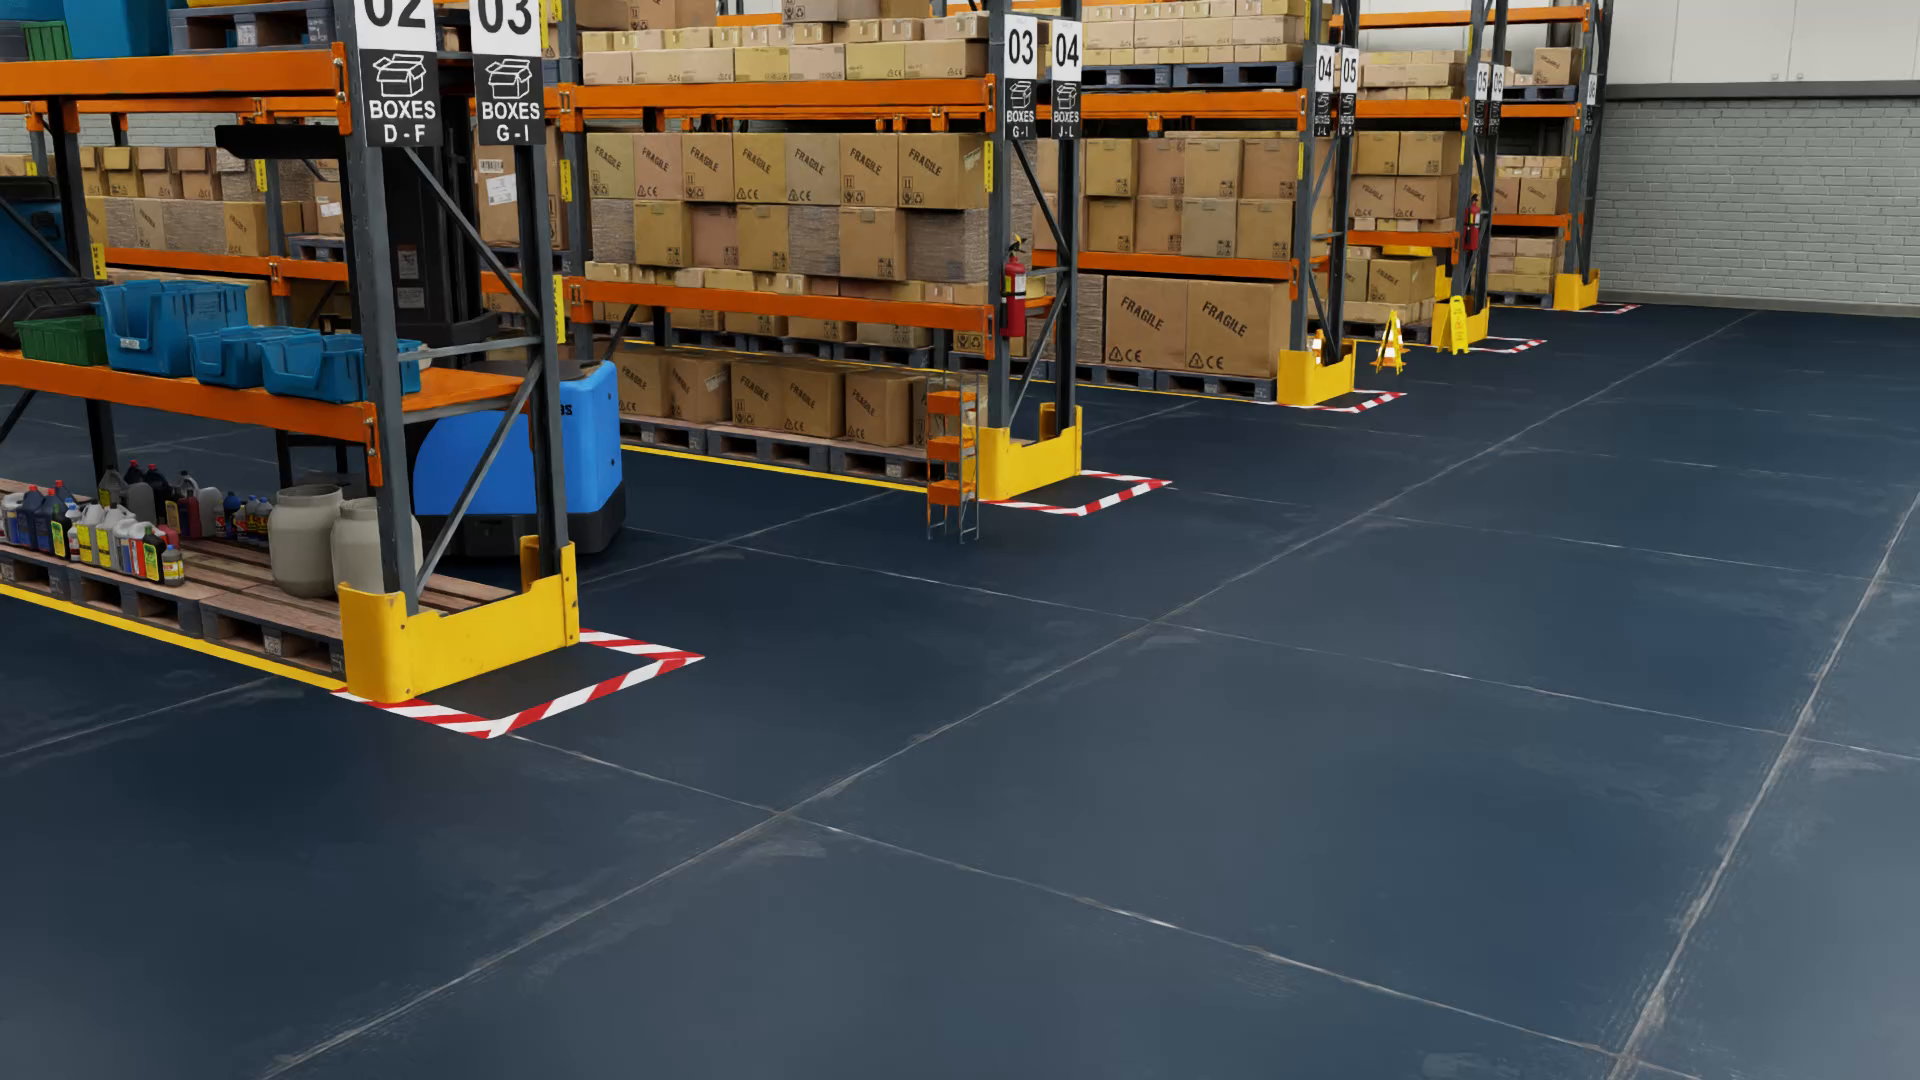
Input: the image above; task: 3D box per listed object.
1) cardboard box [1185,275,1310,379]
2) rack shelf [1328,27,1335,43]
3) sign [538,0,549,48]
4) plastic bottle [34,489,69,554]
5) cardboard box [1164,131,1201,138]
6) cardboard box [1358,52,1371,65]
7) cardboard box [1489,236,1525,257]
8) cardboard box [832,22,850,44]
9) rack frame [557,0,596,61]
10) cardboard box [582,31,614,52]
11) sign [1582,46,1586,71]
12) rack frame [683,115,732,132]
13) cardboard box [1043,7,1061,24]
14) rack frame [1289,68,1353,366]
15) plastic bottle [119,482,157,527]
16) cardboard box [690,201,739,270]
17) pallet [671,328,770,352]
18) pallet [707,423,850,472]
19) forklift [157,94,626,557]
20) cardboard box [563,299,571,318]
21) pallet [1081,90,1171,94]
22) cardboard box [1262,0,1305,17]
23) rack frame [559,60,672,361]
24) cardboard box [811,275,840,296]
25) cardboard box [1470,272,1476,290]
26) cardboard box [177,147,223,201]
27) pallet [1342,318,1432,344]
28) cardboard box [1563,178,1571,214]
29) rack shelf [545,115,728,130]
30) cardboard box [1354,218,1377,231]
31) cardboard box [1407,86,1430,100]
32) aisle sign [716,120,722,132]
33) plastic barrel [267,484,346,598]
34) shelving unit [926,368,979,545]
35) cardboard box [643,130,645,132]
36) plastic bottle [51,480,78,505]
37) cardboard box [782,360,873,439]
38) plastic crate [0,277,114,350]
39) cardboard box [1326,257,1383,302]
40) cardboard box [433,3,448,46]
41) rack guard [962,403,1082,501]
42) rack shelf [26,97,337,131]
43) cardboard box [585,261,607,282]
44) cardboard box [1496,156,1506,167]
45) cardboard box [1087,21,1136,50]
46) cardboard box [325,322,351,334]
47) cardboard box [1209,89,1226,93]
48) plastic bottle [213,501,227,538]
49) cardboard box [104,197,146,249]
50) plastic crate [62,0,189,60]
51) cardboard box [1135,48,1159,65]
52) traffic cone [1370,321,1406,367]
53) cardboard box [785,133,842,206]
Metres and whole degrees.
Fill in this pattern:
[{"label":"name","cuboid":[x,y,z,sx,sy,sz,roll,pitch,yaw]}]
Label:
[{"label":"cardboard box","cuboid":[2.768,-2.074,16.008,0.875,0.875,0.875,9,17,33]},{"label":"rack shelf","cuboid":[3.835,-7.988,26.195,4.000,0.370,1.077,9,17,33]},{"label":"sign","cuboid":[-1.938,-2.431,7.639,0.005,0.325,0.100,9,17,33]},{"label":"plastic bottle","cuboid":[-4.973,-0.109,9.118,0.185,0.351,0.144,8,16,30]},{"label":"cardboard box","cuboid":[2.971,-4.937,21.117,0.500,0.500,0.700,9,17,32]},{"label":"cardboard box","cuboid":[4.806,-5.684,19.662,0.250,0.149,0.380,9,17,33]},{"label":"cardboard box","cuboid":[7.830,-4.236,23.961,0.500,0.250,0.500,10,17,34]},{"label":"cardboard box","cuboid":[-0.685,-3.561,11.704,0.250,0.149,0.380,9,17,33]},{"label":"rack frame","cuboid":[-2.803,-5.297,12.995,0.127,3.000,1.000,9,17,33]},{"label":"cardboard box","cuboid":[-2.706,-3.857,12.901,0.250,0.149,0.380,9,16,31]},{"label":"sign","cuboid":[8.499,-6.556,22.644,0.005,0.325,0.100,9,17,33]},{"label":"rack frame","cuboid":[-3.911,-5.434,26.032,0.127,3.000,1.000,9,17,33]},{"label":"cardboard box","cuboid":[1.008,-5.081,16.146,0.250,0.149,0.380,9,17,33]},{"label":"rack frame","cuboid":[3.368,-2.824,15.489,0.127,3.000,1.000,9,17,33]},{"label":"plastic bottle","cuboid":[-4.775,-0.201,9.647,0.135,0.276,0.152,9,17,33]},{"label":"cardboard box","cuboid":[-1.598,-2.384,12.885,0.500,0.500,0.875,9,17,33]},{"label":"pallet","cuboid":[-2.658,-2.423,19.670,1.213,0.211,1.003,9,17,33]},{"label":"pallet","cuboid":[-1.210,-0.785,13.055,1.213,0.211,1.003,9,17,33]},{"label":"forklift","cuboid":[-3.627,-1.384,9.814,3.031,2.935,1.130,-1,14,-2]},{"label":"cardboard box","cuboid":[-4.839,-3.062,20.777,0.500,0.500,0.500,8,16,30]},{"label":"pallet","cuboid":[2.275,-5.830,21.780,1.003,0.211,1.213,9,17,33]},{"label":"cardboard box","cuboid":[2.899,-4.775,14.910,0.250,0.149,0.380,9,17,33]},{"label":"rack frame","cuboid":[-2.803,-2.385,13.716,0.127,3.000,1.000,9,17,33]},{"label":"cardboard box","cuboid":[-0.882,-1.888,12.231,0.250,0.149,0.380,9,17,33]},{"label":"cardboard box","cuboid":[7.430,-3.821,24.366,0.500,0.250,0.500,9,17,33]},{"label":"cardboard box","cuboid":[-7.259,-3.646,16.515,0.637,0.503,0.797,10,17,34]},{"label":"pallet","cuboid":[5.329,-2.597,20.376,1.213,0.211,1.003,9,17,33]},{"label":"cardboard box","cuboid":[8.558,-4.985,24.011,0.500,0.500,0.500,10,17,35]},{"label":"rack shelf","cuboid":[-5.570,-6.809,26.841,4.000,0.370,1.077,9,17,33]},{"label":"cardboard box","cuboid":[4.913,-3.789,19.911,0.250,0.149,0.380,10,17,34]},{"label":"cardboard box","cuboid":[5.370,-5.178,19.277,0.250,0.149,0.380,9,17,33]},{"label":"aisle sign","cuboid":[-4.683,-8.173,31.687,0.004,0.787,0.394,9,17,33]},{"label":"plastic barrel","cuboid":[-3.253,0.002,8.374,0.421,0.512,0.421,0,14,0]},{"label":"shelving unit","cuboid":[-0.044,-0.517,10.226,0.252,1.050,0.215,9,17,33]},{"label":"cardboard box","cuboid":[-4.924,-6.383,26.228,0.250,0.149,0.380,9,17,32]},{"label":"plastic bottle","cuboid":[-5.049,-0.163,9.336,0.185,0.351,0.144,9,17,33]},{"label":"cardboard box","cuboid":[-1.017,-1.087,12.801,0.500,0.500,0.500,11,18,38]},{"label":"plastic crate","cuboid":[-5.204,-1.272,9.348,0.504,0.338,0.767,9,17,33]},{"label":"cardboard box","cuboid":[4.801,-3.183,20.225,0.500,0.500,0.500,10,17,35]},{"label":"cardboard box","cuboid":[-4.753,-4.519,14.844,0.500,0.500,0.500,10,17,34]},{"label":"rack guard","cuboid":[0.453,-0.645,11.890,0.348,0.500,1.175,9,17,33]},{"label":"rack shelf","cuboid":[-7.782,-4.297,16.692,4.000,0.370,1.077,9,17,33]},{"label":"cardboard box","cuboid":[-2.793,-2.174,13.387,0.250,0.149,0.380,9,17,33]},{"label":"cardboard box","cuboid":[7.779,-5.433,23.853,0.250,0.149,0.380,9,17,33]},{"label":"cardboard box","cuboid":[1.557,-4.816,15.906,0.500,0.250,0.500,9,17,33]},{"label":"cardboard box","cuboid":[-5.555,-1.836,15.783,0.500,0.500,0.700,8,16,30]},{"label":"cardboard box","cuboid":[3.303,-5.547,20.769,0.250,0.149,0.380,9,17,33]},{"label":"plastic bottle","cuboid":[-4.199,-0.122,9.481,0.097,0.201,0.097,0,14,0]},{"label":"cardboard box","cuboid":[-8.367,-3.261,17.044,0.500,0.500,0.500,9,16,32]},{"label":"plastic crate","cuboid":[-3.999,-2.505,7.991,0.575,0.384,0.392,9,17,33]},{"label":"cardboard box","cuboid":[1.849,-4.558,15.692,0.250,0.149,0.380,9,17,33]},{"label":"traffic cone","cuboid":[4.632,-2.127,17.951,0.334,0.463,0.336,9,17,33]},{"label":"cardboard box","cuboid":[-0.910,-2.685,12.019,0.500,0.500,0.500,9,17,33]}]
